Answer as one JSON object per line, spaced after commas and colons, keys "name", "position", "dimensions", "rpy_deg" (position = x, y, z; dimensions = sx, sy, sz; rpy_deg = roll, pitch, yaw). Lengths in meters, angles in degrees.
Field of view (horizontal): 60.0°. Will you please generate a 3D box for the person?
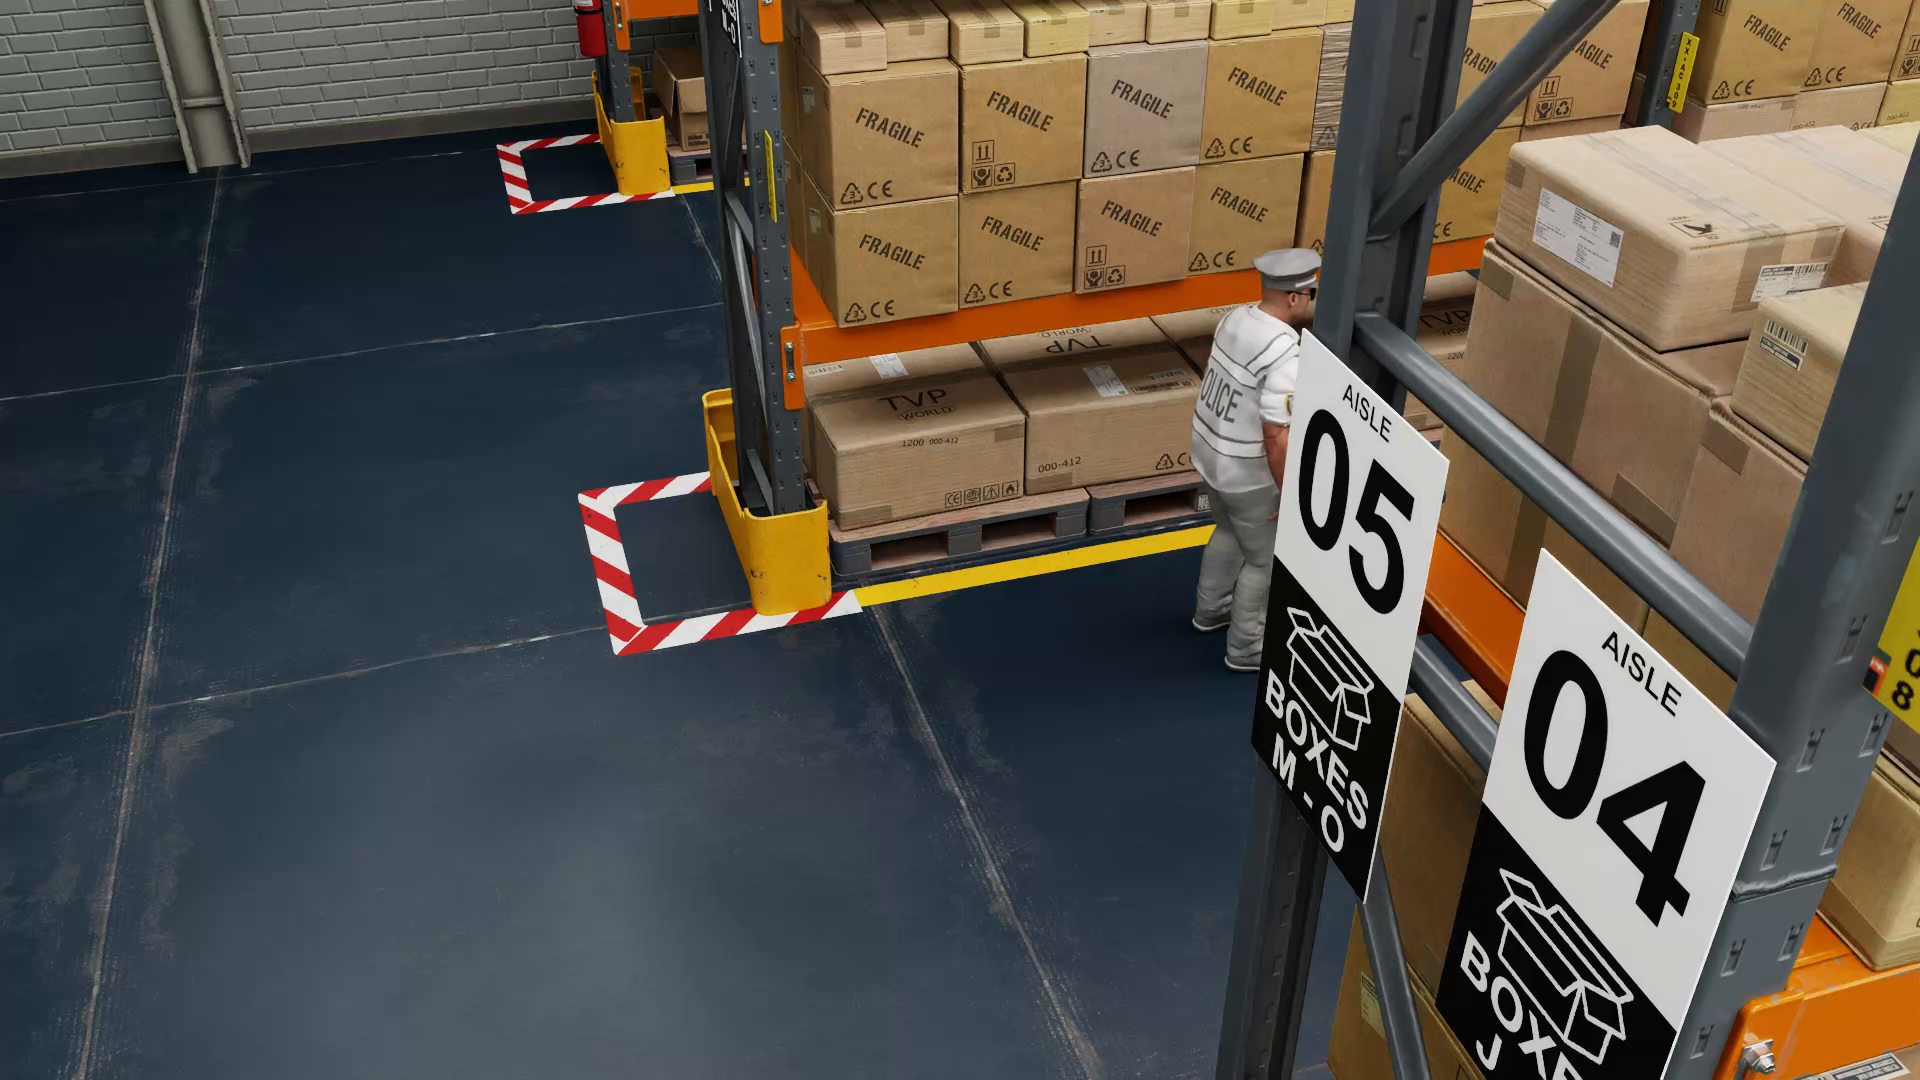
{"name": "person", "position": [1.148, -0.299, 6.587], "dimensions": [0.437, 1.743, 0.583], "rpy_deg": [-10, 35, -15]}
